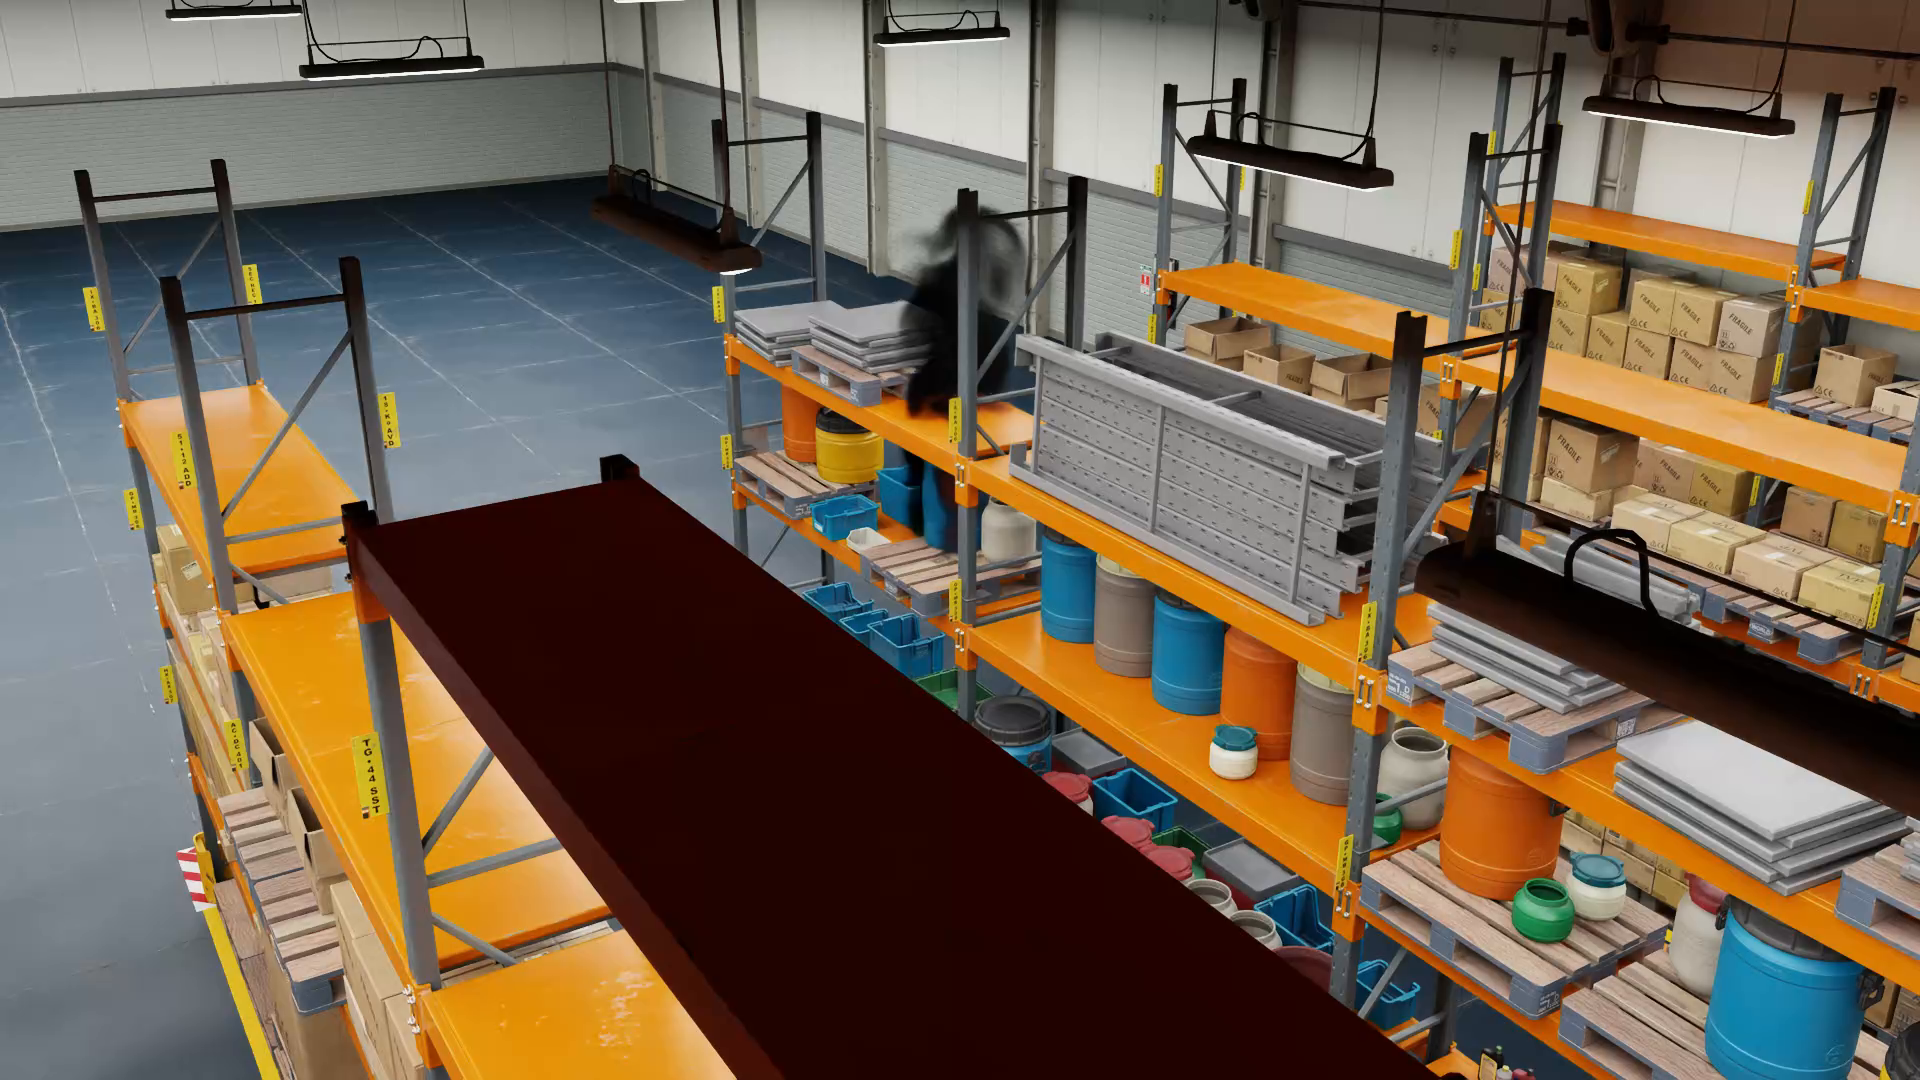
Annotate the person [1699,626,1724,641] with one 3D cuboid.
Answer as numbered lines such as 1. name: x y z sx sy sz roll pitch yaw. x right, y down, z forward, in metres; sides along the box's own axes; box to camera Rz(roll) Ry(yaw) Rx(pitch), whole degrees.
1. person: 6.988 1.247 15.972 0.682 1.748 0.699 -14 26 -30

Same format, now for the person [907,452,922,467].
1. person: -0.506 -0.282 19.765 0.569 1.721 0.674 -1 22 -2
